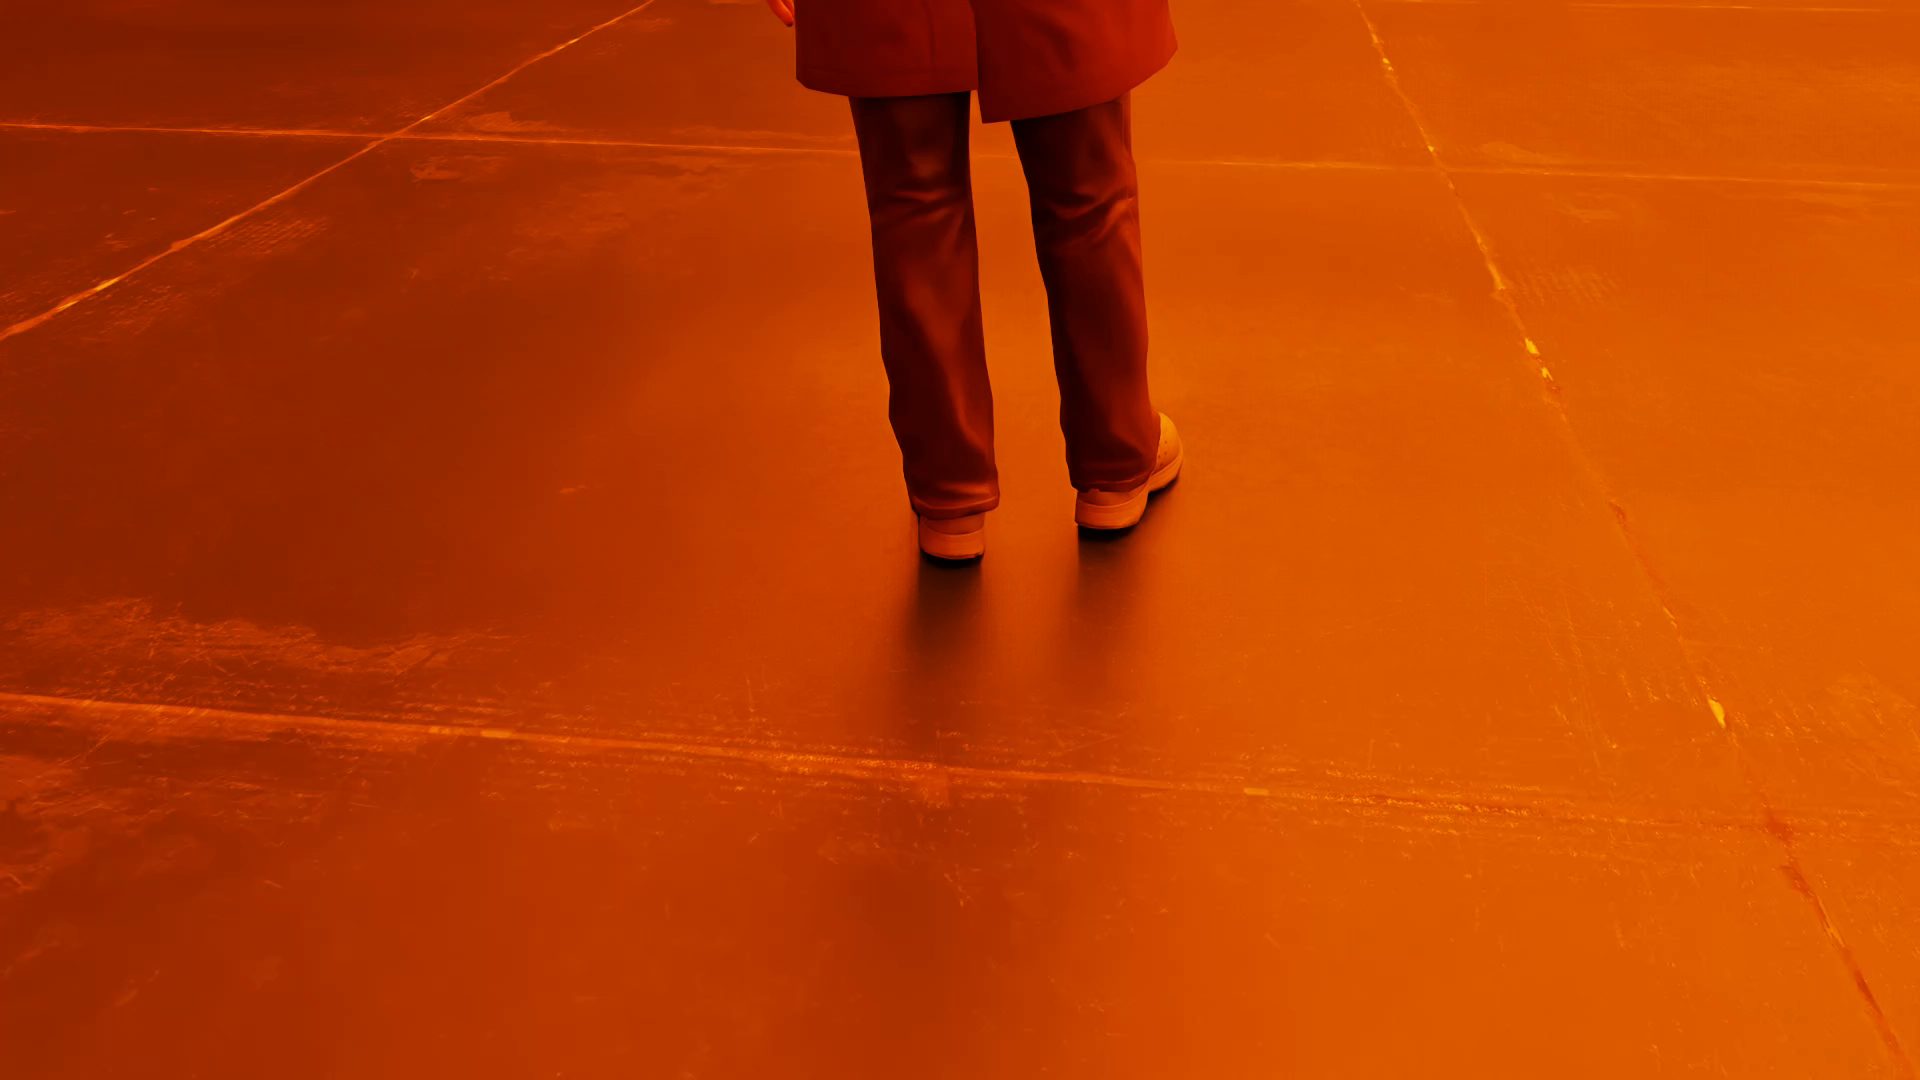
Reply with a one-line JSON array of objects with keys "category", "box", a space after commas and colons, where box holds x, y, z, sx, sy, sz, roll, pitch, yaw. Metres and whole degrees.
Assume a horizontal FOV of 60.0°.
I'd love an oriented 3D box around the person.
[{"category": "person", "box": [0.016, -0.843, 2.181, 0.698, 1.778, 0.579, 3, 27, 7]}]
